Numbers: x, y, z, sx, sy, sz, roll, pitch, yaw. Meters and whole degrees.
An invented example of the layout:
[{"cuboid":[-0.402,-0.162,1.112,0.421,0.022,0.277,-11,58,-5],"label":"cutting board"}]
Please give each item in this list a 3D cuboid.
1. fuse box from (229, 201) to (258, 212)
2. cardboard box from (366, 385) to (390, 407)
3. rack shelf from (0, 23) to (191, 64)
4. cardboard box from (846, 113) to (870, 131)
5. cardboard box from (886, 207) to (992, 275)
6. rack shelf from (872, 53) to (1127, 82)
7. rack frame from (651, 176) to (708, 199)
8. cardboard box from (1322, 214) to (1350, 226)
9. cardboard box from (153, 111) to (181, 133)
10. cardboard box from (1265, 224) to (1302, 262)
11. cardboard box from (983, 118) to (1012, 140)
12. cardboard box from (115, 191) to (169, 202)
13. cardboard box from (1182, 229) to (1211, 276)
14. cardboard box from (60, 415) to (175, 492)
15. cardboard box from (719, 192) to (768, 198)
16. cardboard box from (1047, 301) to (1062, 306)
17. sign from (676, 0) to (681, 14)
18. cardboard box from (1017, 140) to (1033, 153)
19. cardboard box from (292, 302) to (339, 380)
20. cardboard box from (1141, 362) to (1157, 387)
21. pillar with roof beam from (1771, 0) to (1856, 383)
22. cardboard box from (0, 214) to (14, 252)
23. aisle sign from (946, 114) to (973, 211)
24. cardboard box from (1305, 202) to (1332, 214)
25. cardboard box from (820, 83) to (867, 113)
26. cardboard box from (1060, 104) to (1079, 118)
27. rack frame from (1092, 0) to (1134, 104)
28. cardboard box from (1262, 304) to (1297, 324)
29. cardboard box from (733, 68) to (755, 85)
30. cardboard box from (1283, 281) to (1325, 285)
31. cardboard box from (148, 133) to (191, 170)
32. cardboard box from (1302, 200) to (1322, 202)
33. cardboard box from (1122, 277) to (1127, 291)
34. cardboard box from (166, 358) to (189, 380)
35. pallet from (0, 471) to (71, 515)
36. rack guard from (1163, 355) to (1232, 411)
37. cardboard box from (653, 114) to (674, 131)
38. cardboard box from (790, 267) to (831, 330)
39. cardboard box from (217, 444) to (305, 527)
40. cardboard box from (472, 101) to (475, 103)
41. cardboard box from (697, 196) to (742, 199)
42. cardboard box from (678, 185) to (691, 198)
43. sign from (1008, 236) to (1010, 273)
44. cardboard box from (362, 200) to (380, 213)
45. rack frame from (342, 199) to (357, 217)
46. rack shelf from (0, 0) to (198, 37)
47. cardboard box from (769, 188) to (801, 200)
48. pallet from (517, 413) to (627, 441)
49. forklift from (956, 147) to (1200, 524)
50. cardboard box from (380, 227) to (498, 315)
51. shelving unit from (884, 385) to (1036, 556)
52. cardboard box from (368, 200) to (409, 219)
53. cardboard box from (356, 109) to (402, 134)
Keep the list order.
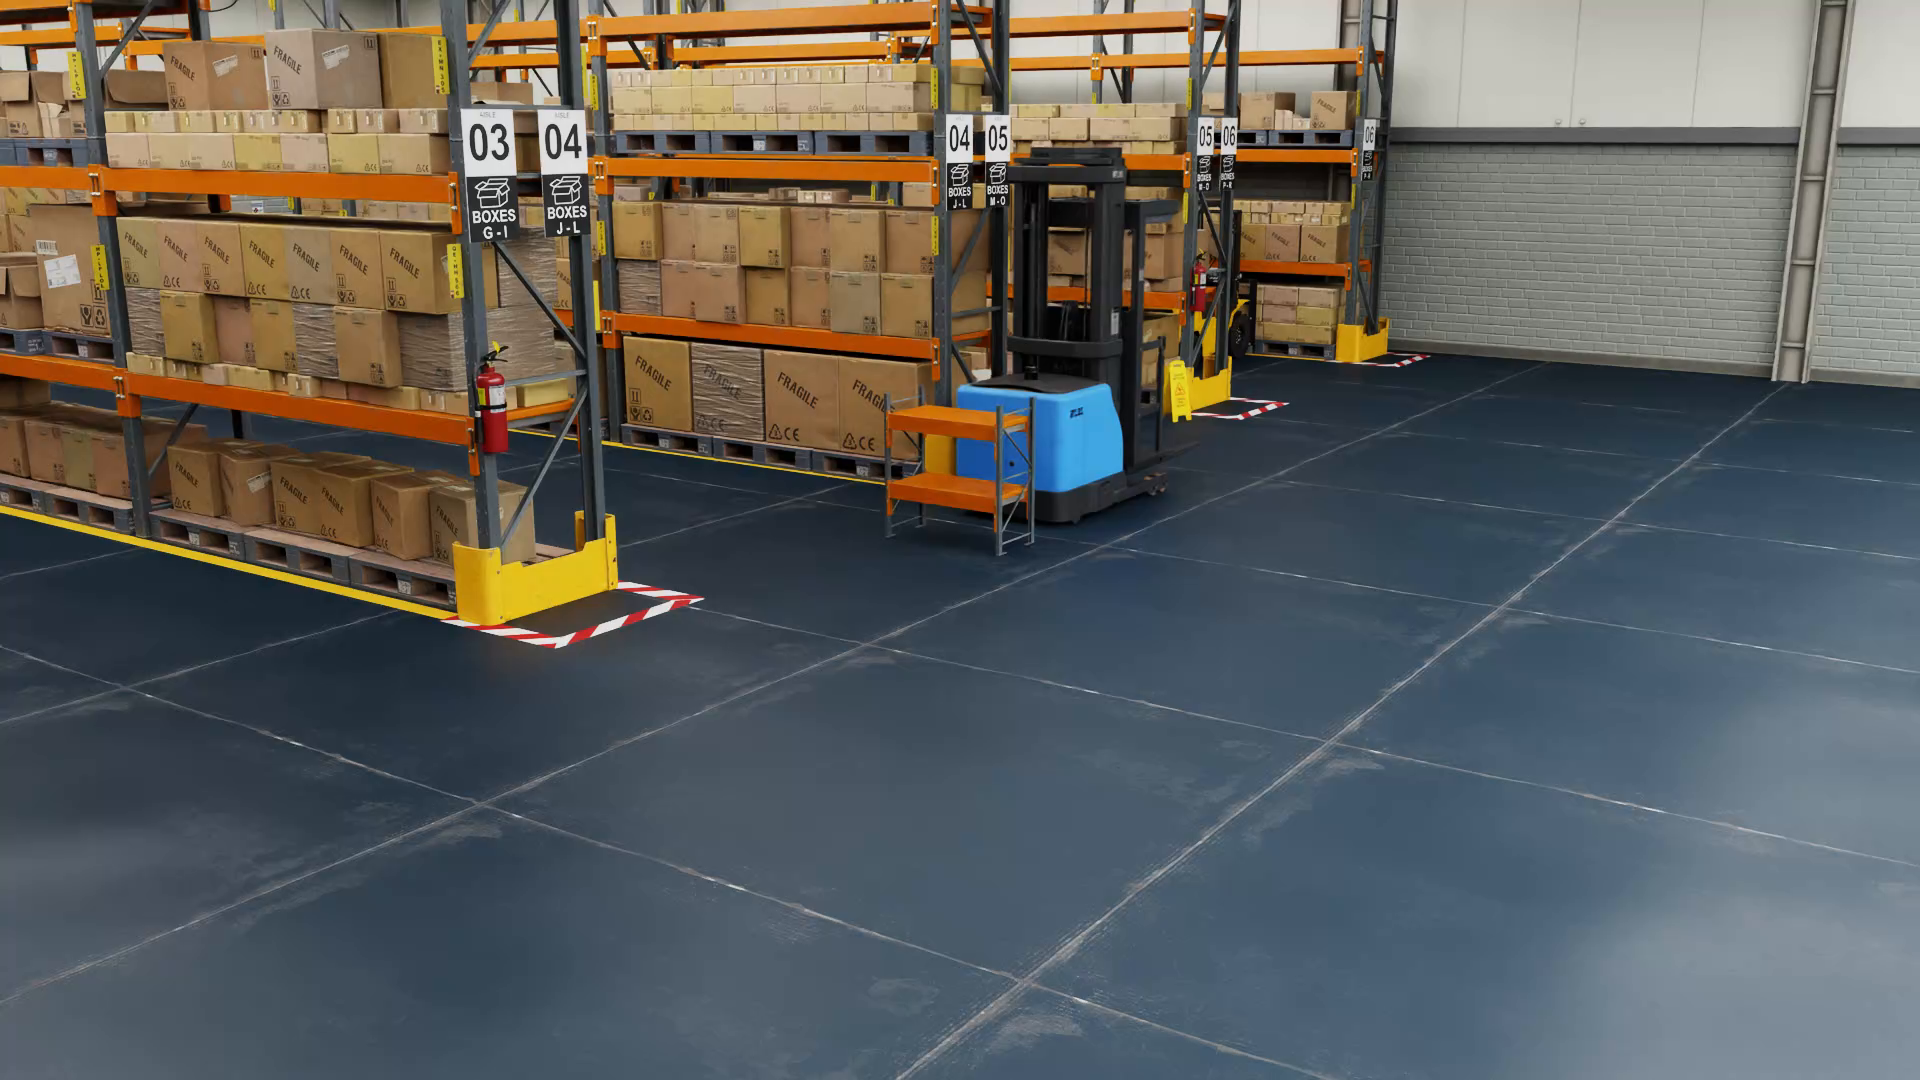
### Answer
[{"cuboid":[-13.891,-5.678,32.199,0.414,1.711,0.539,9,17,33],"label":"fuse box"},{"cuboid":[-3.741,-1.000,11.142,0.250,0.149,0.380,9,17,33],"label":"cardboard box"},{"cuboid":[-11.512,-6.445,21.636,4.000,0.370,1.077,9,17,33],"label":"rack shelf"},{"cuboid":[-0.782,-3.638,14.476,0.250,0.149,0.380,9,17,34],"label":"cardboard box"},{"cuboid":[-0.181,-2.661,14.770,0.550,0.550,0.875,9,17,33],"label":"cardboard box"},{"cuboid":[0.573,-7.171,25.392,4.000,0.370,1.077,9,17,33],"label":"rack shelf"},{"cuboid":[-3.854,-4.080,23.062,0.127,3.000,1.000,9,17,33],"label":"rack frame"},{"cuboid":[5.107,-4.351,22.600,0.250,0.149,0.380,9,17,34],"label":"cardboard box"},{"cuboid":[-5.495,-2.976,11.844,0.250,0.149,0.380,9,17,33],"label":"cardboard box"},{"cuboid":[4.571,-4.131,23.059,0.500,0.500,0.500,10,17,35],"label":"cardboard box"},{"cuboid":[0.519,-4.820,19.504,0.500,0.250,0.500,9,17,33],"label":"cardboard box"},{"cuboid":[-10.393,-4.303,21.056,0.500,0.500,0.500,9,16,31],"label":"cardboard box"},{"cuboid":[2.546,-3.319,19.160,0.500,0.500,0.500,9,16,32],"label":"cardboard box"},{"cuboid":[-6.949,-0.722,13.784,0.500,0.500,0.700,9,17,32],"label":"cardboard box"},{"cuboid":[-3.700,-5.680,28.443,0.500,0.500,0.700,9,17,33],"label":"cardboard box"},{"cuboid":[1.207,-2.716,19.491,0.250,0.149,0.380,10,17,35],"label":"cardboard box"},{"cuboid":[-4.724,-8.905,27.959,0.005,0.325,0.100,9,17,33],"label":"sign"},{"cuboid":[0.868,-4.579,19.360,0.250,0.149,0.380,9,17,33],"label":"cardboard box"},{"cuboid":[-4.060,-1.422,11.498,0.500,0.500,0.875,9,17,33],"label":"cardboard box"},{"cuboid":[1.943,-1.934,19.242,0.500,0.250,0.500,9,17,33],"label":"cardboard box"},{"cuboid":[8.052,-5.519,16.392,0.400,9.000,9.100,9,17,33],"label":"pillar with roof beam"},{"cuboid":[-12.953,-4.230,22.840,0.500,0.500,0.500,10,17,35],"label":"cardboard box"},{"cuboid":[-0.003,-3.199,14.093,0.004,0.787,0.394,9,17,33],"label":"aisle sign"},{"cuboid":[4.914,-4.538,22.735,0.250,0.149,0.380,9,17,33],"label":"cardboard box"},{"cuboid":[-0.871,-3.864,14.557,0.500,0.250,0.500,9,17,33],"label":"cardboard box"},{"cuboid":[1.341,-4.906,19.021,0.250,0.149,0.380,9,16,31],"label":"cardboard box"},{"cuboid":[2.232,-7.446,24.174,0.127,3.000,1.000,9,17,33],"label":"rack frame"},{"cuboid":[4.563,-3.181,23.240,0.500,0.250,0.500,9,17,32],"label":"cardboard box"},{"cuboid":[-1.839,-4.196,15.069,0.250,0.149,0.380,9,17,33],"label":"cardboard box"},{"cuboid":[4.841,-3.520,23.568,0.500,0.250,0.500,9,17,33],"label":"cardboard box"},{"cuboid":[-5.394,-2.769,11.837,0.500,0.250,0.500,9,17,32],"label":"cardboard box"},{"cuboid":[4.966,-4.667,23.257,0.250,0.149,0.380,10,17,34],"label":"cardboard box"},{"cuboid":[1.881,-2.943,18.992,0.250,0.149,0.380,9,16,32],"label":"cardboard box"},{"cuboid":[-5.632,-1.293,12.325,0.250,0.149,0.380,9,17,33],"label":"cardboard box"},{"cuboid":[-7.729,-0.481,14.328,1.213,0.211,1.003,9,17,33],"label":"pallet"},{"cuboid":[2.721,-1.804,19.069,0.348,0.500,1.175,9,17,33],"label":"rack guard"},{"cuboid":[-2.679,-3.945,15.714,0.250,0.149,0.380,9,17,33],"label":"cardboard box"},{"cuboid":[-1.091,-2.289,15.517,0.550,0.550,0.875,9,17,33],"label":"cardboard box"},{"cuboid":[-5.277,-0.421,12.609,0.500,0.500,0.500,-11,17,-36],"label":"cardboard box"},{"cuboid":[-5.213,-4.467,17.489,0.500,0.311,0.500,9,16,32],"label":"cardboard box"},{"cuboid":[-3.322,-4.471,22.941,0.500,0.500,0.500,9,16,31],"label":"cardboard box"},{"cuboid":[-4.127,-4.729,23.394,0.500,0.500,0.500,9,16,31],"label":"cardboard box"},{"cuboid":[0.420,-2.575,15.016,0.005,0.325,0.100,9,17,33],"label":"sign"},{"cuboid":[-8.974,-5.363,25.958,0.500,0.500,0.500,9,17,33],"label":"cardboard box"},{"cuboid":[-6.533,-3.079,19.020,0.127,3.000,1.000,9,17,33],"label":"rack frame"},{"cuboid":[-7.725,-4.204,13.410,4.000,0.370,1.077,9,17,33],"label":"rack shelf"},{"cuboid":[-2.339,-4.628,22.226,0.250,0.149,0.380,8,16,30],"label":"cardboard box"},{"cuboid":[-3.896,-1.278,17.545,1.213,0.211,1.003,9,17,33],"label":"pallet"},{"cuboid":[1.166,-1.856,14.221,1.130,2.935,3.031,9,16,31],"label":"forklift"},{"cuboid":[-3.341,-1.734,10.677,0.500,0.500,0.500,9,17,33],"label":"cardboard box"},{"cuboid":[-0.006,-0.547,12.692,1.048,1.125,0.538,9,17,33],"label":"shelving unit"},{"cuboid":[-6.166,-3.551,18.636,0.500,0.500,0.700,9,17,33],"label":"cardboard box"},{"cuboid":[-3.590,-2.656,10.550,0.250,0.149,0.380,8,16,30],"label":"cardboard box"}]
